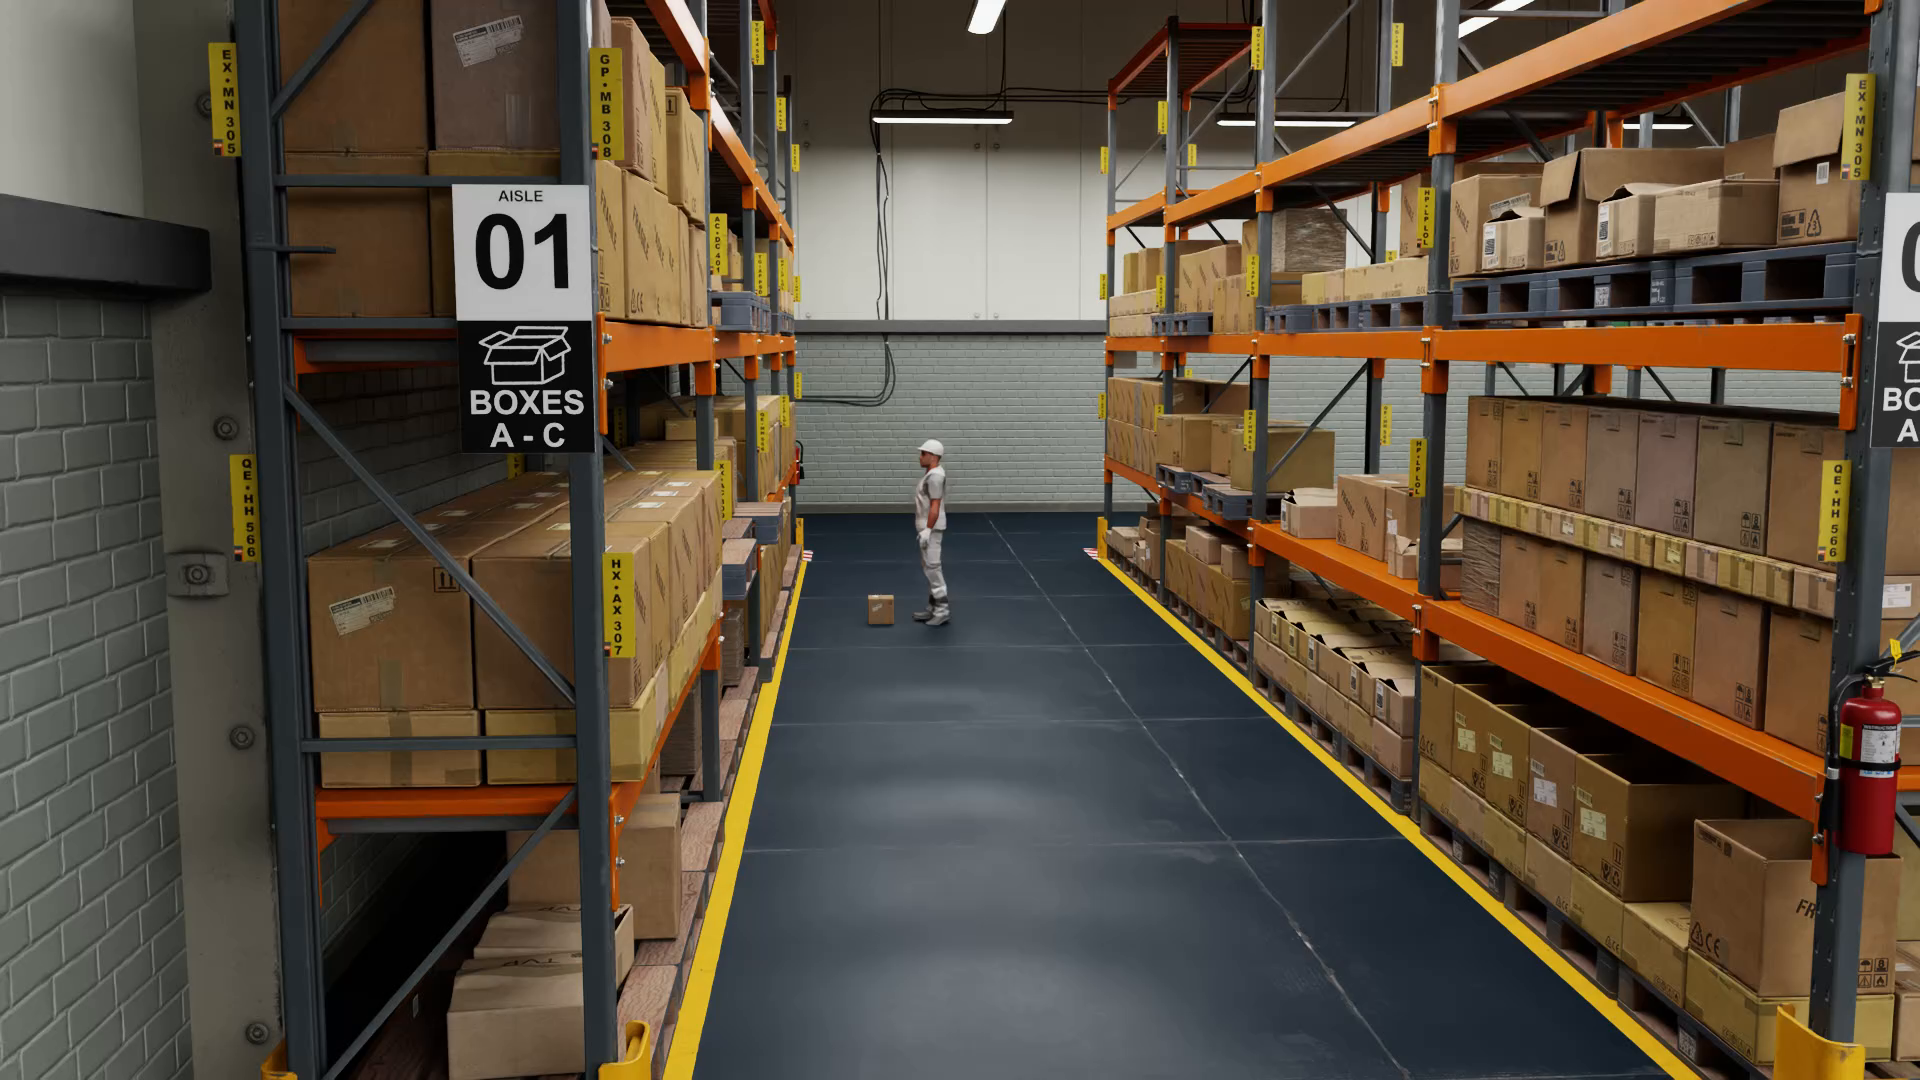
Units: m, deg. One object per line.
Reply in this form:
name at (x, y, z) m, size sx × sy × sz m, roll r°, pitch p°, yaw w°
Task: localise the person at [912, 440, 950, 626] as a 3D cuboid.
person at (-0.286, -0.076, 16.307) m, size 0.371 × 1.814 × 0.535 m, roll 0°, pitch 7°, yaw -2°
